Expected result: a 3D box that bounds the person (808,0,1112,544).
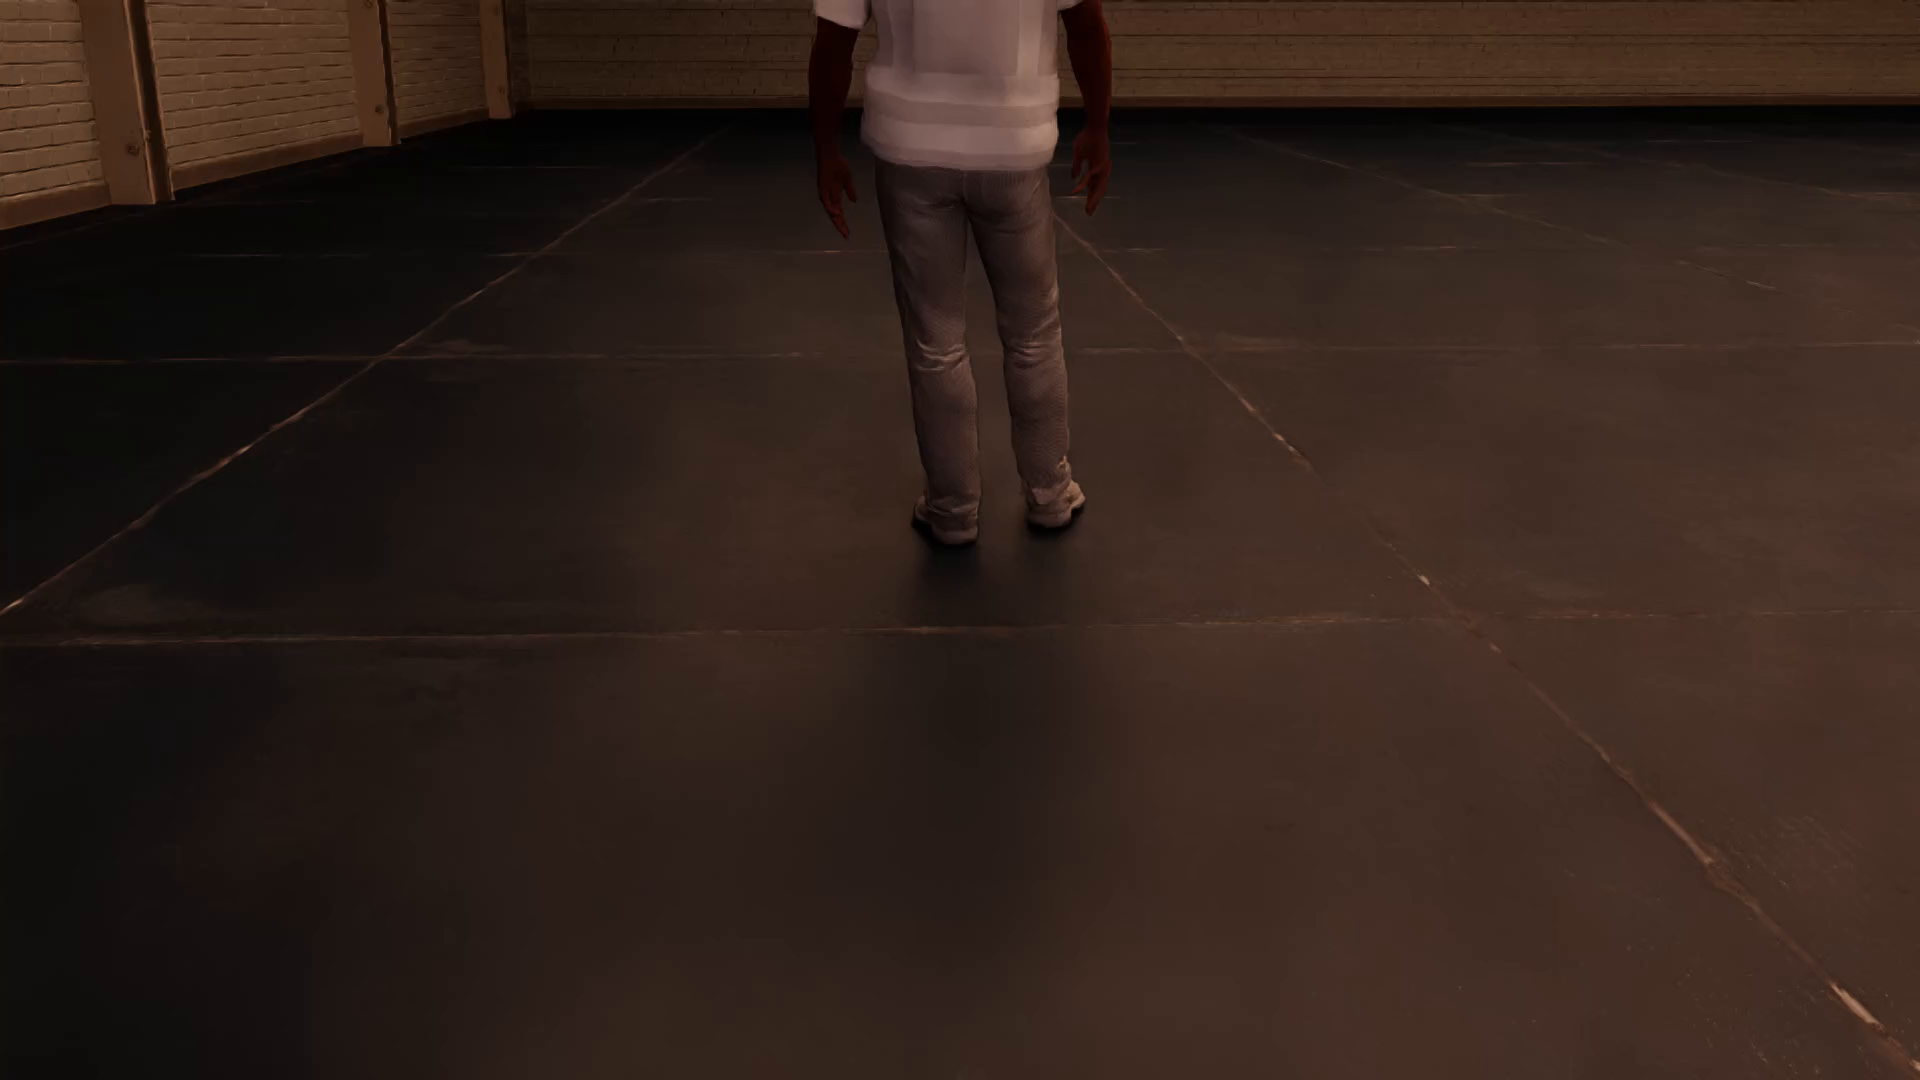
[{"bbox_3d":[0.002,-0.872,3.725,0.665,1.766,0.576,-1,17,-3],"label":"person"}]
